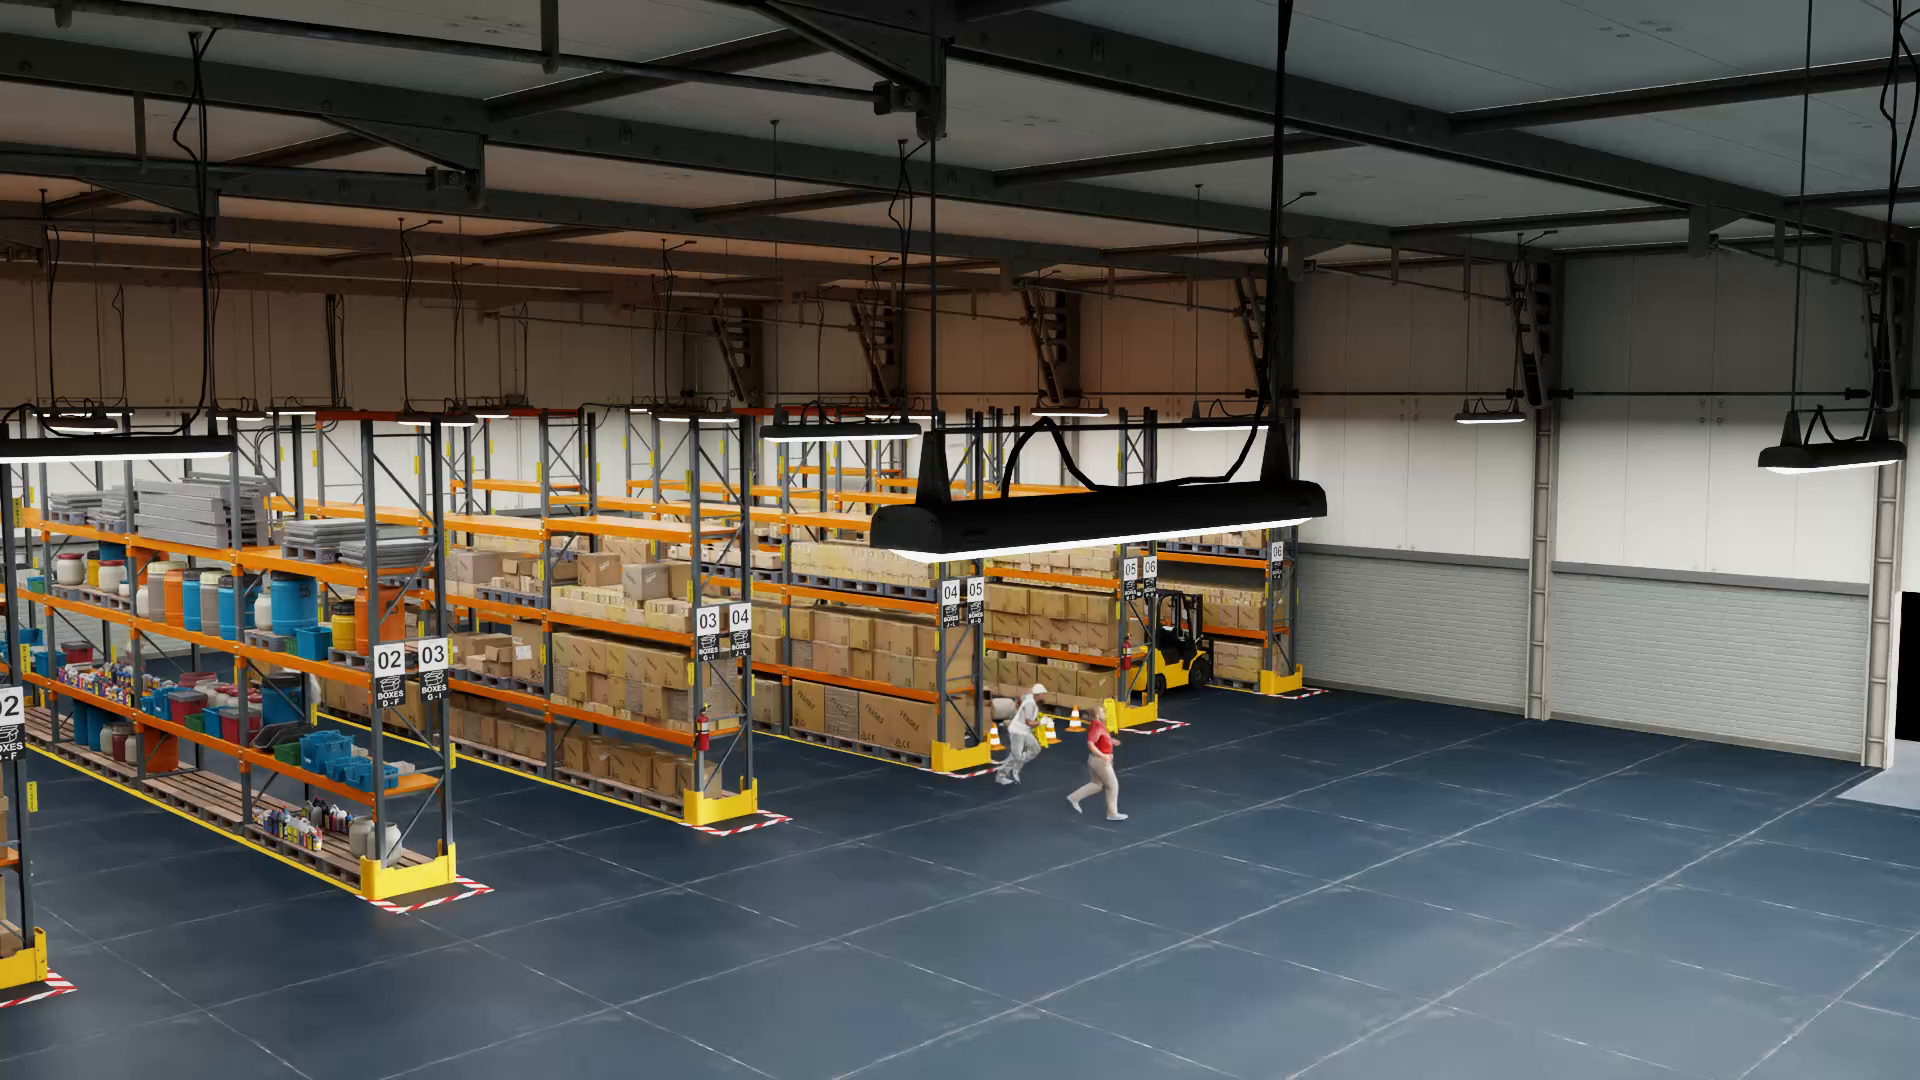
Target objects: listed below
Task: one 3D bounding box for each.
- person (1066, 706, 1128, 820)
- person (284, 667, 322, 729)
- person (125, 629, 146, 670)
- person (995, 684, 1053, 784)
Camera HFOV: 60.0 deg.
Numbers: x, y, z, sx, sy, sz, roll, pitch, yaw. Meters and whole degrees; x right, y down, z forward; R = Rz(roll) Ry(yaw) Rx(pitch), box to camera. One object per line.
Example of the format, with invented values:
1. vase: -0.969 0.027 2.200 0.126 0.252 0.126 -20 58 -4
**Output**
1. person: 2.041 3.300 24.618 0.900 1.694 0.676 -1 5 -6
2. person: -12.309 2.697 31.266 0.661 1.727 0.705 4 7 40
3. person: -17.695 2.418 35.460 0.811 1.612 0.578 -5 7 -43
4. person: 1.042 3.116 26.852 0.931 1.628 0.712 1 5 8
